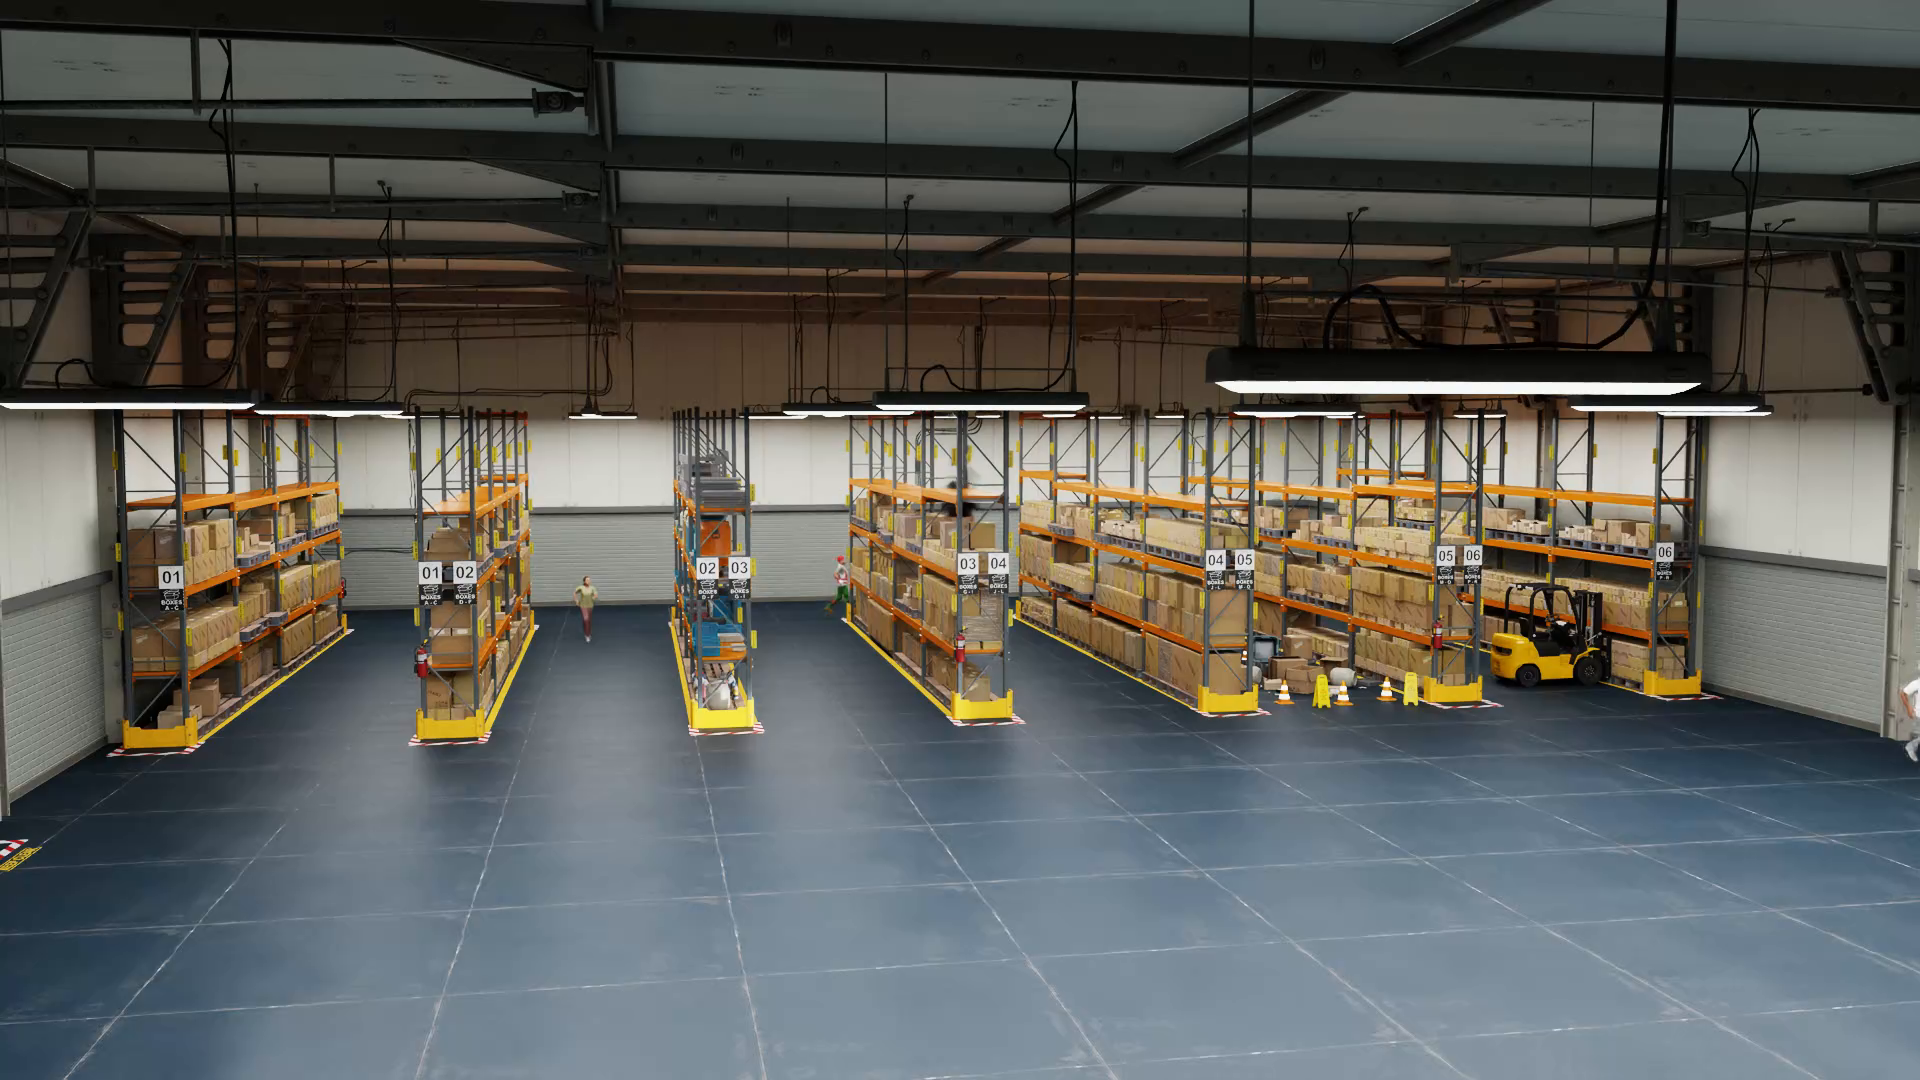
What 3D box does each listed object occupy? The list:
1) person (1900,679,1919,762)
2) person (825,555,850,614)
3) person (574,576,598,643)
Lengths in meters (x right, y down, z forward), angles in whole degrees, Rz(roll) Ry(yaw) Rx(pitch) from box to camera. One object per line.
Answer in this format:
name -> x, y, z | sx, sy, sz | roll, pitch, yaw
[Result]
person -> 15.851, 2.884, 27.256 | 0.704, 1.749, 0.950 | -1, 4, -13
person -> -3.454, 1.334, 48.730 | 1.003, 1.769, 0.661 | -1, 4, -8
person -> -9.780, 1.787, 43.536 | 0.582, 1.704, 0.903 | -2, 5, -28
